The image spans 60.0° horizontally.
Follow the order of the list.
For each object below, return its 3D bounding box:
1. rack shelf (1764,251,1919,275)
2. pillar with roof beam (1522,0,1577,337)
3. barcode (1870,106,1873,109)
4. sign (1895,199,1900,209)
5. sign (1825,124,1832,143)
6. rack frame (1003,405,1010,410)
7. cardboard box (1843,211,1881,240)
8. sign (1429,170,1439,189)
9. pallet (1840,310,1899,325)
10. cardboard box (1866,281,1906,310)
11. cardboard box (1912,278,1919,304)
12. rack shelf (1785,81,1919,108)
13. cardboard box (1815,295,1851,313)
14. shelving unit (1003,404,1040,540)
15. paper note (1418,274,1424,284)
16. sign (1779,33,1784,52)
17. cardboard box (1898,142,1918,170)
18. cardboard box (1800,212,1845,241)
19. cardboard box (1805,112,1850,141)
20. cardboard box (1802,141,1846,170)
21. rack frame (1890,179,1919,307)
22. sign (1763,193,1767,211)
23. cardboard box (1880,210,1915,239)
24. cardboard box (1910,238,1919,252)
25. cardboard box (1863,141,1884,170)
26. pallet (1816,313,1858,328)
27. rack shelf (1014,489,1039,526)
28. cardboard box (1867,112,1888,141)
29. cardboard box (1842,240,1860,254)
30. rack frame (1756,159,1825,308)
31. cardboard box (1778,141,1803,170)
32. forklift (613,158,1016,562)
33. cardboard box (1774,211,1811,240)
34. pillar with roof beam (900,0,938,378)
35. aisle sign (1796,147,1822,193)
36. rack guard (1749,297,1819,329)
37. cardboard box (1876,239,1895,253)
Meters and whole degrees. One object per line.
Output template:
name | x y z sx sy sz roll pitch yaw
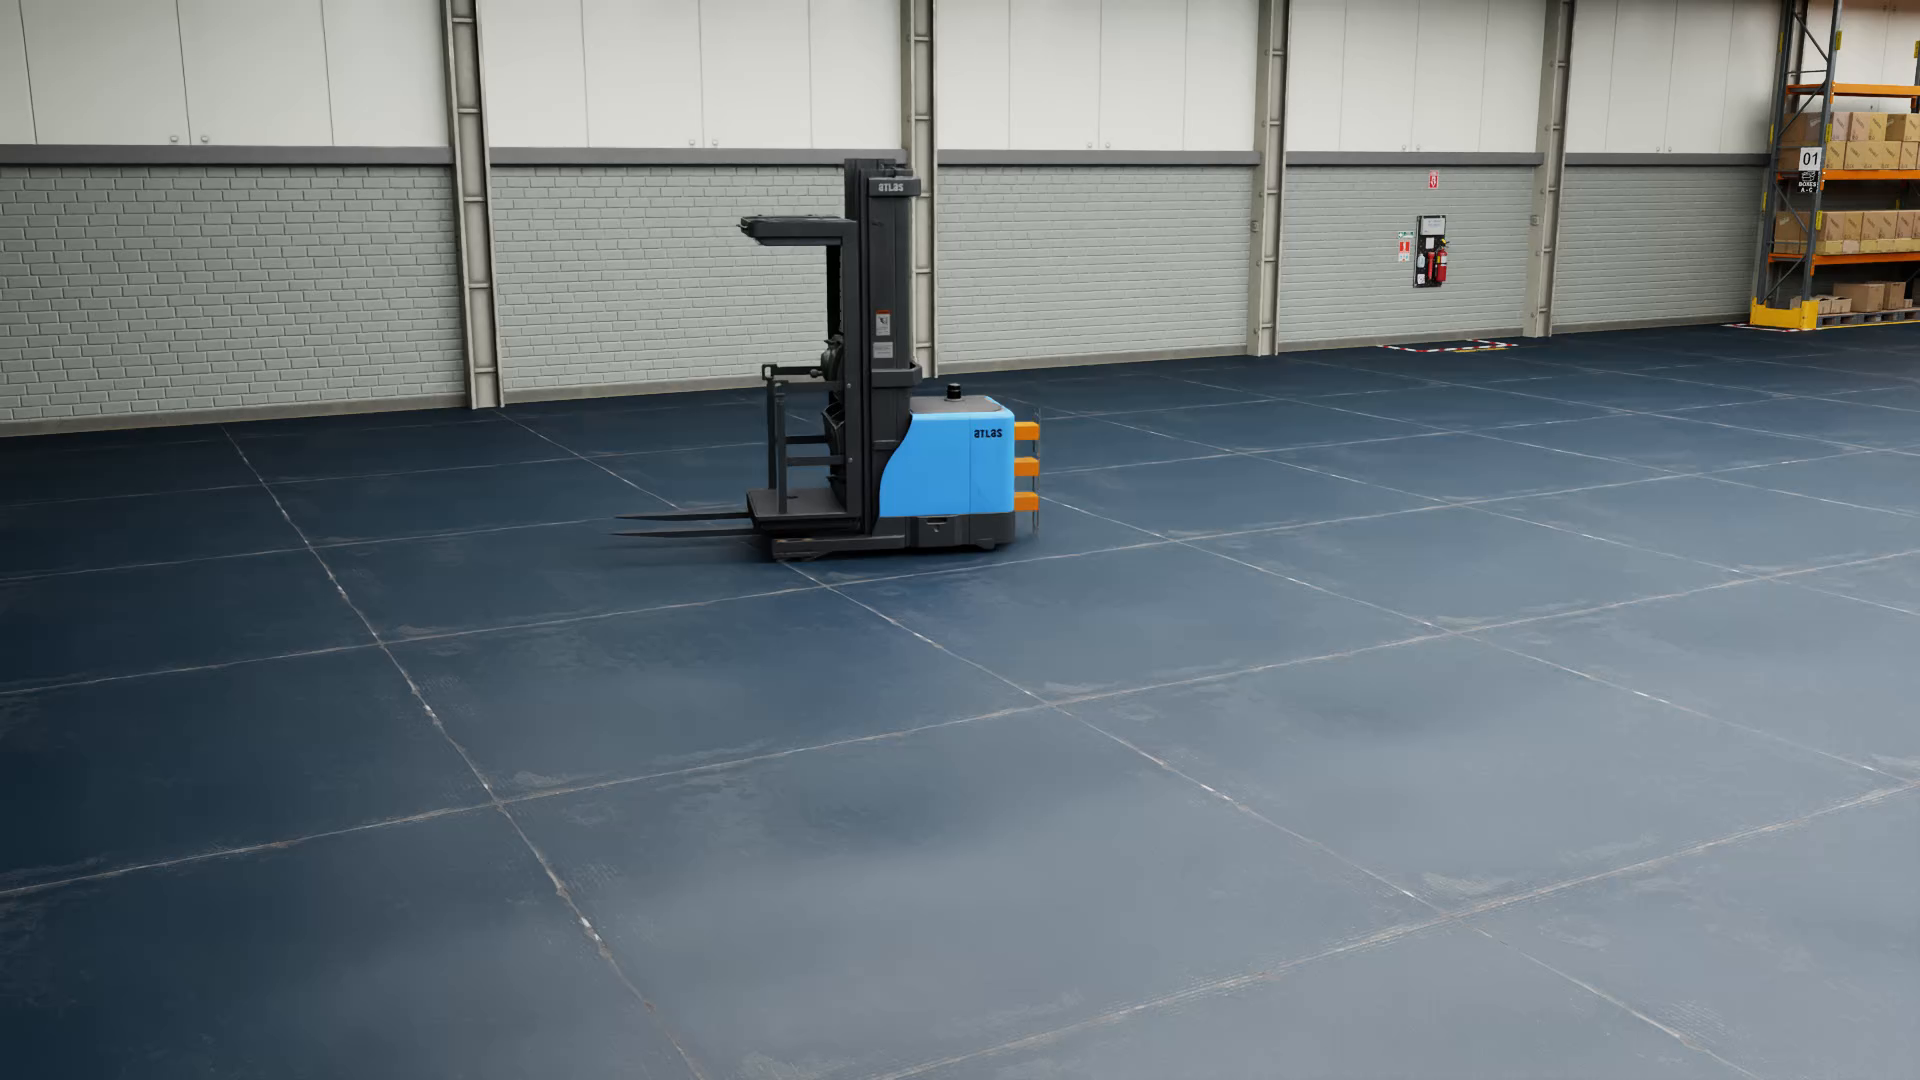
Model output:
rack shelf | 16.804 -5.245 31.220 4.000 0.370 1.077 -7 14 -28
pillar with roof beam | 12.045 -7.092 24.124 0.400 9.000 9.100 -7 14 -28
barcode | 17.134 -8.133 31.257 0.075 0.075 0.001 -7 14 -28
sign | 18.291 -6.477 32.423 0.005 0.325 0.100 -7 14 -28
sign | 15.309 -7.171 29.316 0.005 0.325 0.100 -7 14 -28
rack frame | 0.362 -0.526 13.057 0.008 1.050 0.200 -2 13 -11
cardboard box | 16.507 -5.783 30.563 0.500 0.500 0.500 -7 15 -30
sign | 7.740 -5.891 27.174 0.199 0.298 0.001 -7 14 -28
pallet | 16.915 -4.239 31.464 1.213 0.211 1.003 -7 14 -28
cardboard box | 17.668 -4.684 31.783 0.500 0.500 0.500 -8 15 -32
cardboard box | 19.198 -4.882 32.661 0.500 0.500 0.700 -6 14 -26
rack shelf | 16.804 -8.170 30.562 4.000 0.370 1.077 -7 14 -28
cardboard box | 16.200 -4.404 30.966 0.500 0.311 0.500 -6 14 -23
shelving unit | 0.482 -0.531 13.079 0.252 1.050 0.215 -2 13 -11
paper note | 7.607 -4.307 27.420 0.142 0.148 0.016 -7 14 -28
sign | 14.801 -8.954 29.913 0.005 0.325 0.100 -7 14 -28
cardboard box | 17.317 -7.111 30.769 0.500 0.500 0.500 -7 15 -30
cardboard box | 15.612 -5.680 30.104 0.500 0.500 0.500 -7 14 -28
cardboard box | 15.503 -7.389 29.726 0.500 0.500 0.500 -8 15 -32
cardboard box | 15.462 -6.894 29.806 0.500 0.500 0.500 -6 14 -26
rack frame | 18.560 -5.806 32.076 0.127 3.000 1.000 -7 14 -28
sign | 14.800 -6.213 30.529 0.005 0.325 0.100 -7 14 -28
cardboard box | 17.410 -5.895 31.058 0.500 0.500 0.500 -7 15 -29
cardboard box | 17.848 -5.584 31.384 0.500 0.250 0.500 -7 14 -28
cardboard box | 16.404 -6.999 30.273 0.500 0.500 0.500 -6 14 -25
pallet | 15.845 -4.111 30.898 1.213 0.211 1.003 -7 14 -28
rack shelf | 0.482 -0.250 13.142 0.240 0.259 0.215 -2 13 -11
cardboard box | 16.412 -7.488 30.166 0.500 0.500 0.500 -6 14 -26
cardboard box | 16.078 -5.369 30.432 0.500 0.250 0.500 -7 15 -30
rack frame | 15.049 -5.385 30.206 0.127 3.000 1.000 -7 14 -28
cardboard box | 15.294 -7.000 30.276 0.500 0.500 0.500 -6 14 -24
forklift | -1.143 -1.392 12.617 3.031 2.935 1.130 -2 13 -10
cardboard box | 15.361 -5.778 30.541 0.500 0.500 0.500 -7 14 -28
pillar with roof beam | 1.512 -5.829 18.515 0.400 9.000 9.100 -7 14 -28
aisle sign | 15.129 -6.588 29.630 0.004 0.787 0.394 -7 14 -28
rack guard | 15.115 -4.174 30.516 0.348 0.500 1.175 -7 14 -28
cardboard box | 16.973 -5.475 30.899 0.500 0.250 0.500 -7 14 -27
